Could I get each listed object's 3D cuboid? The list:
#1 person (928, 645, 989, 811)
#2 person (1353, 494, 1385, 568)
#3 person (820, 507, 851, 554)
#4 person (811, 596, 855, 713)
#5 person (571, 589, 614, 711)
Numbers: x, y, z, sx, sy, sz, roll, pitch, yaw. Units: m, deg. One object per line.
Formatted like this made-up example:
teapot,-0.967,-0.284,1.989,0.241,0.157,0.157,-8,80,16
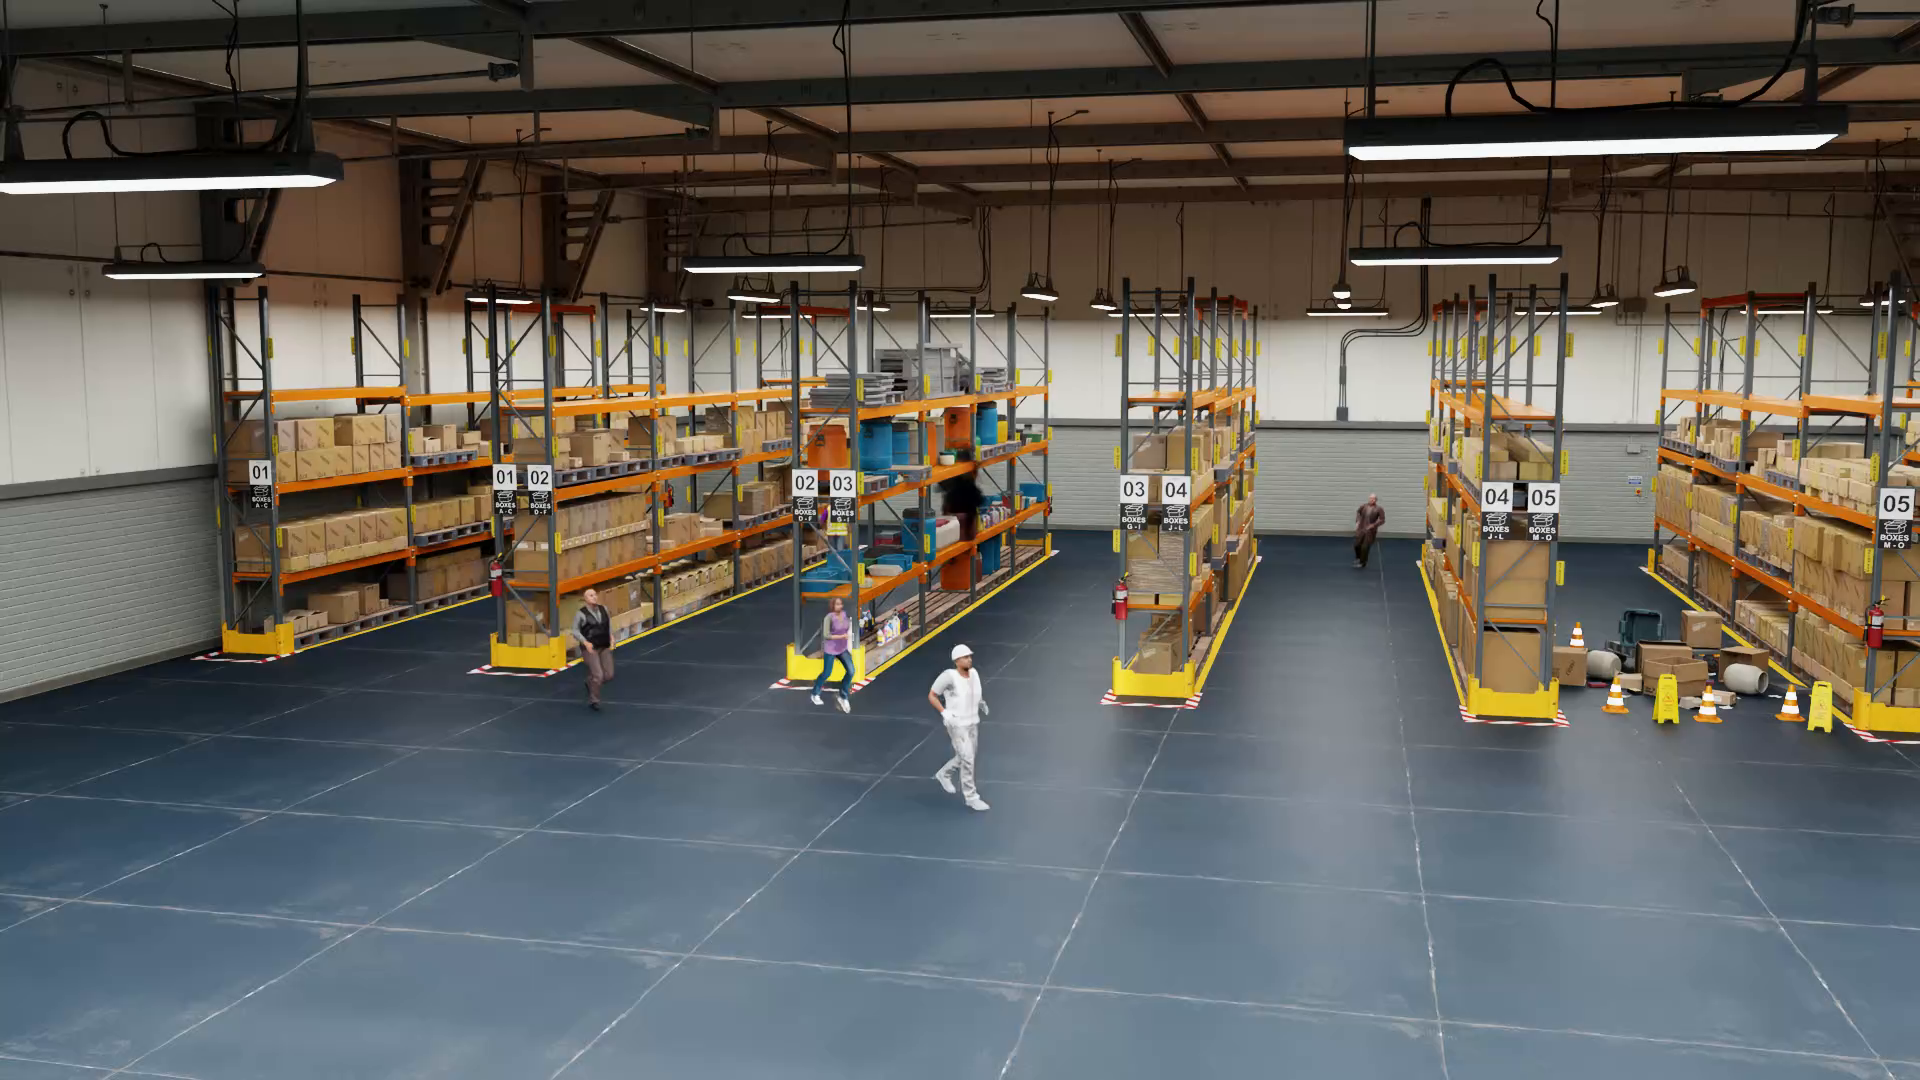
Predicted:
person,0.003,2.028,18.261,0.837,1.783,0.688,6,9,41
person,9.300,-0.193,37.823,0.734,1.724,0.574,4,8,32
person,-2.542,-0.082,34.299,0.702,1.756,0.875,0,7,0
person,-1.724,1.576,23.050,0.549,1.606,0.828,-6,9,-41
person,-5.102,1.517,23.187,0.540,1.690,0.663,6,9,44
